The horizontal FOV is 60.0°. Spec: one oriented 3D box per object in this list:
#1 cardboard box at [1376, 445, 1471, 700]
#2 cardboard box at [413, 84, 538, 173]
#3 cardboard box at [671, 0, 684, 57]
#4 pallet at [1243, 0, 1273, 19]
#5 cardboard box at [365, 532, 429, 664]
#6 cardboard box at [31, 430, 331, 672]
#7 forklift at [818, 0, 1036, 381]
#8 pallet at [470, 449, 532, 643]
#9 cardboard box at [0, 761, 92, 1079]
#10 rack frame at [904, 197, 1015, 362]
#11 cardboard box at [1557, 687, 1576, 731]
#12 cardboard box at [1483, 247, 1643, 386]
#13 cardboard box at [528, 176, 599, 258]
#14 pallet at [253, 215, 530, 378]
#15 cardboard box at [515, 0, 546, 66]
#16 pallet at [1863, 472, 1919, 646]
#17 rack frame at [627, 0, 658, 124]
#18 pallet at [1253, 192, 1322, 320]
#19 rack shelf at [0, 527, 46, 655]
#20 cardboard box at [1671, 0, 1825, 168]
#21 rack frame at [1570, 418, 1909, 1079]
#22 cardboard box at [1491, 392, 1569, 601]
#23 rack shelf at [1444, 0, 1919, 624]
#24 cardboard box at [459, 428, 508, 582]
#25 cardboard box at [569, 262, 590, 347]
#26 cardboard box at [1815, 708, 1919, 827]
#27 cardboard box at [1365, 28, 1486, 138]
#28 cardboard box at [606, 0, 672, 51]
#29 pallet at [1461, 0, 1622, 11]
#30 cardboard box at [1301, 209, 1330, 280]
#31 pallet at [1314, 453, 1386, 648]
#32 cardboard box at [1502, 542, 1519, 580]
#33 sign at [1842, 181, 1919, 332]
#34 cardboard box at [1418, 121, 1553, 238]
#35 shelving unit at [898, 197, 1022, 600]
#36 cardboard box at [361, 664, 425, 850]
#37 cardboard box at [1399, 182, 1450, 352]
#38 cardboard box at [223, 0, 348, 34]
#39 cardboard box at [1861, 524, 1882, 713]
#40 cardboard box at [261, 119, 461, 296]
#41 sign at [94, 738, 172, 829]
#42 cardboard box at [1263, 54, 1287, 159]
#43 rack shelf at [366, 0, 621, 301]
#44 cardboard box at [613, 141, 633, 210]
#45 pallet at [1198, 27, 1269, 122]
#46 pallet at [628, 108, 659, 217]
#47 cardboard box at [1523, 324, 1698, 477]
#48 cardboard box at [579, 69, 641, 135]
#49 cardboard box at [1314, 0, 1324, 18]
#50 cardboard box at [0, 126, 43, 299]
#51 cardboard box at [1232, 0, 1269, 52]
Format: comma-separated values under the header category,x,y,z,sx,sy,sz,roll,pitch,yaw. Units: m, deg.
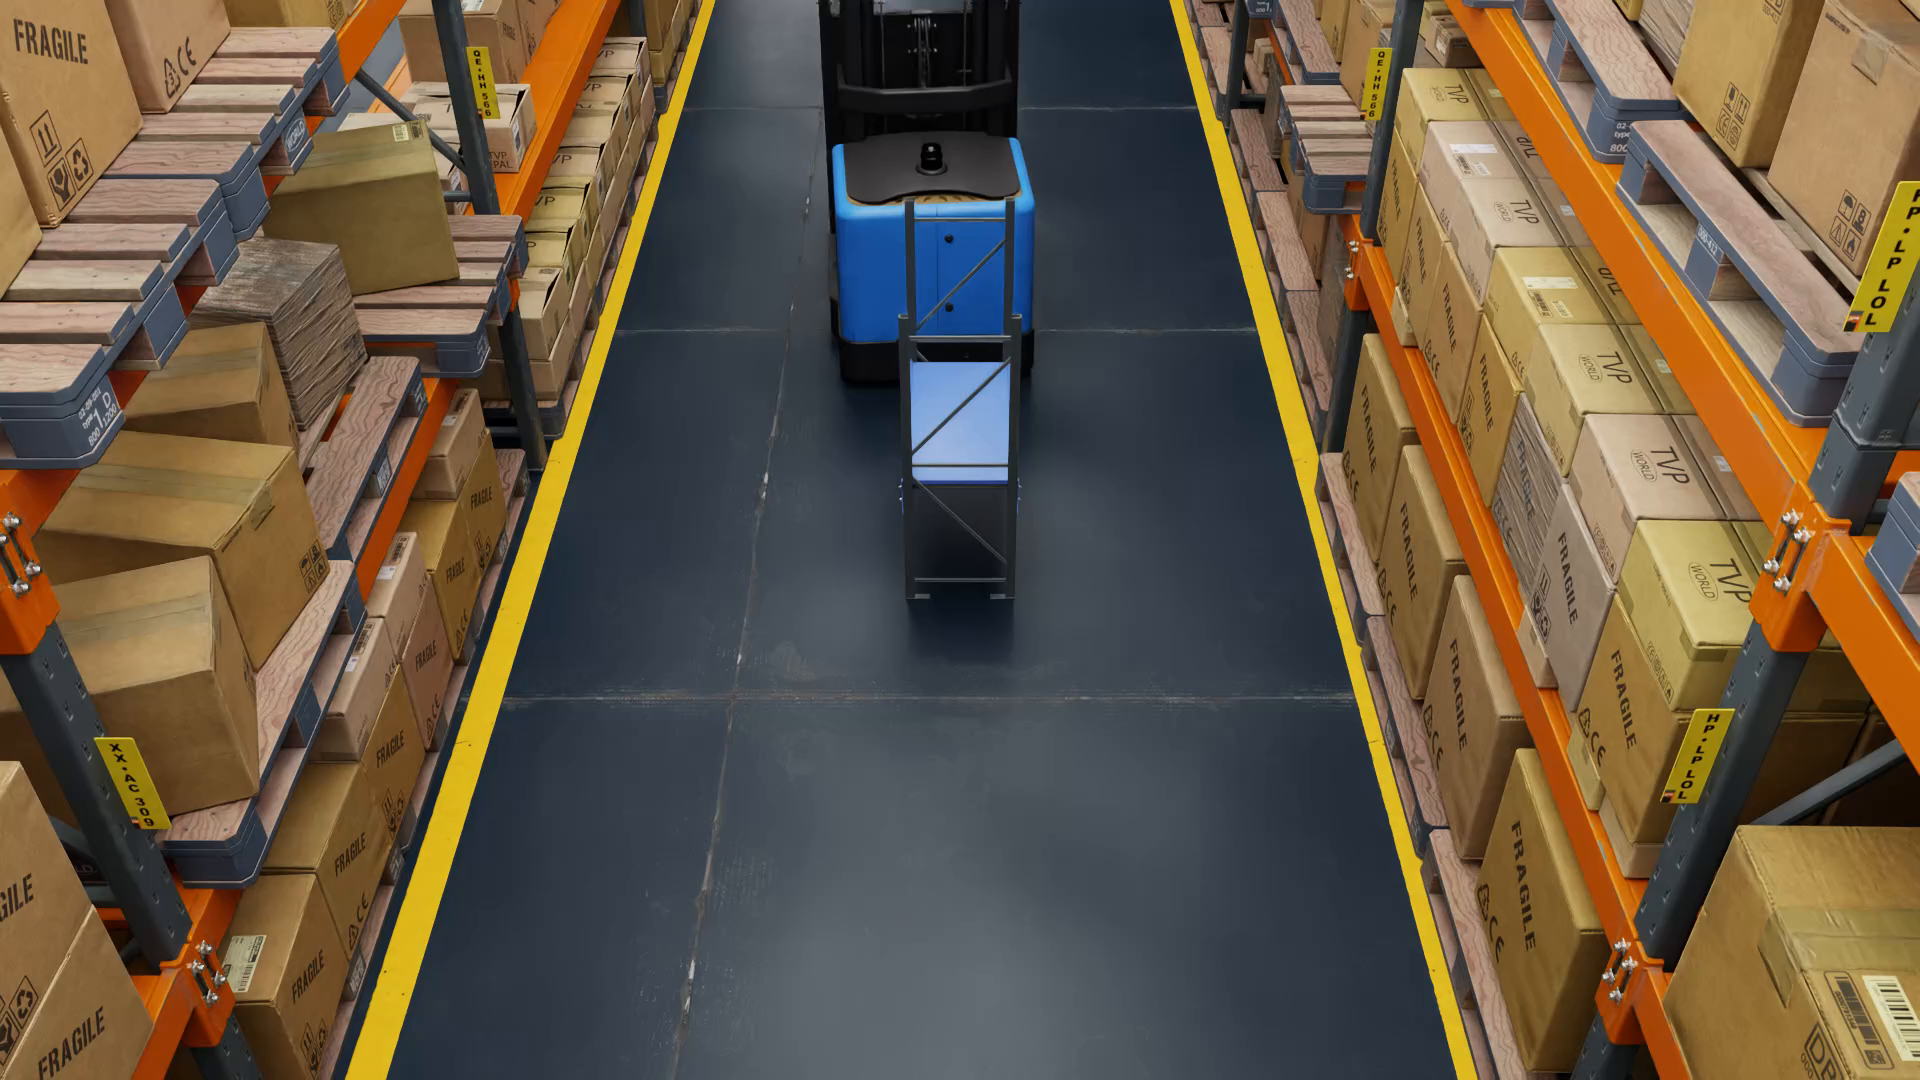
category,x,y,z,sx,sy,sz,roll,pitch,yaw
cardboard box,2.209,0.128,6.821,0.750,0.750,0.750,0,39,0
cardboard box,-2.416,-2.074,8.256,0.500,0.311,0.500,0,39,-1
cardboard box,-2.307,-3.744,12.132,0.500,0.250,0.500,0,39,0
pallet,2.195,-3.504,10.122,1.003,0.211,1.213,0,39,0
cardboard box,-2.364,0.222,6.368,0.500,0.250,0.500,-1,39,-1
cardboard box,-2.446,0.023,5.153,0.700,0.500,0.500,6,39,7
forklift,-0.243,-2.907,9.280,1.130,2.935,3.031,-3,39,-4
pallet,-2.646,0.006,7.819,1.003,0.211,1.213,0,39,0
cardboard box,-2.345,0.839,3.670,0.500,0.500,0.500,0,39,0
rack frame,-0.001,-0.956,7.990,0.500,1.500,0.032,0,39,0
cardboard box,2.087,0.506,5.151,0.380,0.149,0.250,1,39,1
cardboard box,2.100,-0.759,5.610,0.500,0.250,0.500,-1,39,-1
cardboard box,-2.323,-1.834,9.300,0.500,0.311,0.500,-1,39,-1
pallet,-2.538,-1.051,7.061,1.213,0.211,1.003,0,39,0
cardboard box,-2.628,-2.967,9.219,0.500,0.500,0.500,0,39,0
pallet,2.340,0.322,2.867,1.003,0.211,1.213,0,39,0
rack frame,-2.614,-4.051,10.651,1.000,3.000,0.127,0,39,0
pallet,2.347,-1.717,9.969,1.003,0.211,1.213,0,39,0
rack shelf,-2.602,1.313,2.135,1.077,0.370,4.000,0,39,0
cardboard box,2.393,-1.333,4.430,0.700,0.500,0.500,-1,39,-1
rack frame,2.349,0.946,4.416,1.000,3.000,0.127,0,39,0
cardboard box,2.094,-0.138,5.436,0.500,0.500,0.500,0,39,0
rack shelf,2.347,-1.194,5.264,1.077,0.370,4.000,0,39,0
cardboard box,-2.373,-0.161,7.445,0.500,0.500,0.500,1,39,2
cardboard box,-2.318,-1.282,9.060,0.500,0.250,0.500,-1,39,-1
cardboard box,2.601,0.495,4.645,0.500,0.500,0.500,-1,39,-2
cardboard box,2.334,-2.060,7.735,0.700,0.500,0.500,-4,39,-5
cardboard box,-2.301,-3.724,11.508,0.500,0.500,0.500,0,39,0
pallet,2.398,-2.249,6.156,1.213,0.211,1.003,2,39,2
cardboard box,2.378,-1.835,9.533,0.700,0.500,0.500,0,39,0
pallet,2.270,0.026,7.794,1.003,0.211,1.213,0,39,0
cardboard box,2.108,0.031,5.743,0.380,0.149,0.250,-1,39,-1
sign,1.807,-0.542,3.210,0.100,0.325,0.005,0,39,0
cardboard box,2.089,-1.390,6.399,0.500,0.250,0.500,-1,39,-1
shelving unit,0.000,-0.639,7.593,0.538,1.500,1.048,0,39,0
cardboard box,-2.366,0.807,6.237,0.500,0.500,0.500,0,39,0
cardboard box,2.080,-1.087,6.619,0.500,0.500,0.500,1,39,1
cardboard box,-2.574,-1.842,5.417,0.910,0.500,0.500,0,39,0
cardboard box,2.609,0.203,4.410,0.500,0.250,0.500,1,39,1
cardboard box,-2.496,-1.358,6.876,0.700,0.500,0.500,-12,40,-15
sign,-2.062,0.609,4.144,0.100,0.325,0.005,0,39,0
cardboard box,2.357,-2.793,10.729,0.700,0.500,0.500,1,39,1
rack shelf,-2.611,-2.519,9.316,1.077,0.370,4.000,0,39,0
cardboard box,-2.324,-2.246,10.263,0.500,0.250,0.500,1,39,1
pallet,2.304,-3.388,12.055,1.003,0.211,1.213,0,39,0
pallet,-2.574,-2.502,10.949,1.003,0.211,1.213,0,39,0
cardboard box,2.101,-0.440,5.212,0.500,0.250,0.500,1,39,1
cardboard box,-2.320,-2.782,10.483,0.500,0.311,0.500,1,39,1
cardboard box,2.332,-3.188,9.143,0.700,0.500,0.500,5,39,6
cardboard box,-2.531,-0.775,3.670,0.600,0.600,0.600,-3,39,-4
cardboard box,2.299,-3.902,12.113,0.500,0.500,0.500,-3,39,-3
